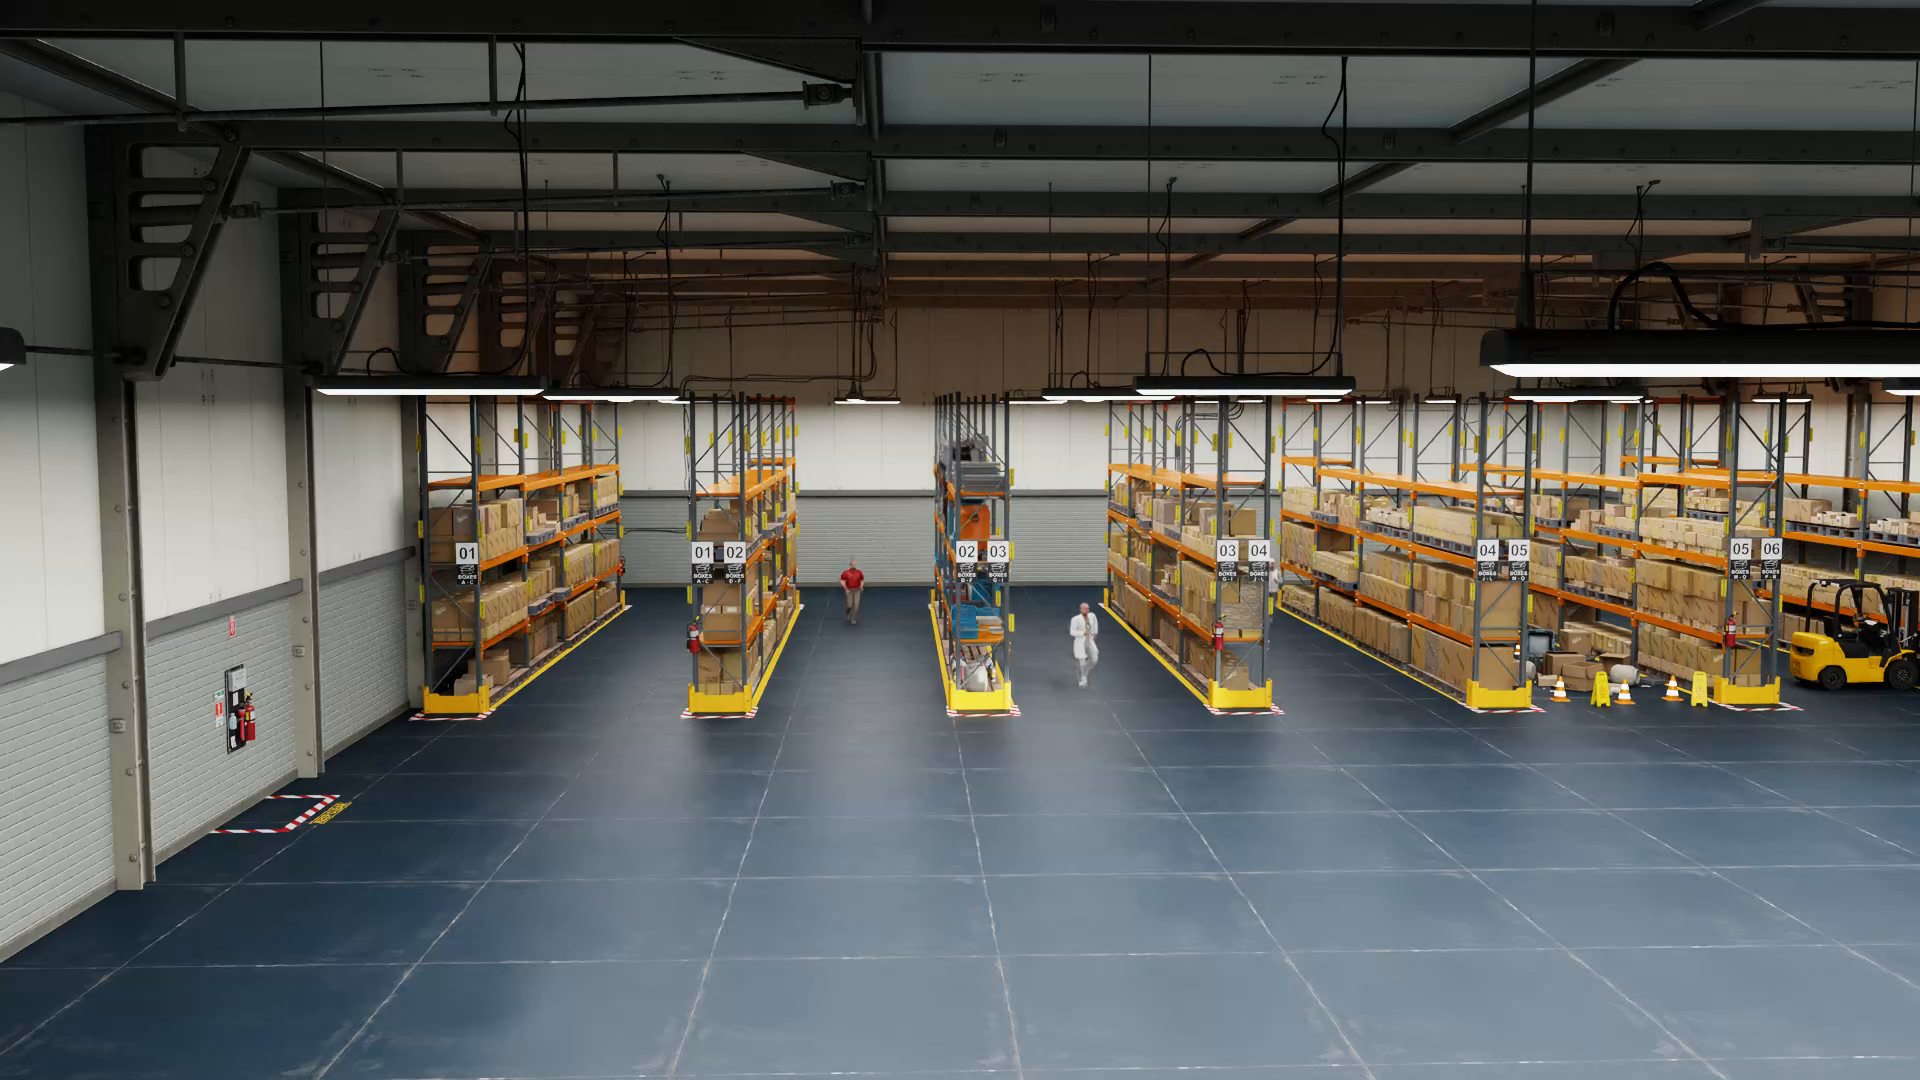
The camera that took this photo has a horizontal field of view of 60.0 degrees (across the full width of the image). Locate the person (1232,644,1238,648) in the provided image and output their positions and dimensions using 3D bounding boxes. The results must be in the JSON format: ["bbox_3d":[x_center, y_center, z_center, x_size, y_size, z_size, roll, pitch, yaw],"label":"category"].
[{"bbox_3d":[6.642,1.647,39.878,0.653,1.842,0.830,0,5,-1],"label":"person"}]

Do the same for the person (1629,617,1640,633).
[{"bbox_3d":[16.631,1.569,40.976,0.677,1.793,0.683,0,5,-6],"label":"person"}]

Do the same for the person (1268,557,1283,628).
[{"bbox_3d":[8.073,1.346,43.265,0.644,1.784,0.904,0,5,0],"label":"person"}]

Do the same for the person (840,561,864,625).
[{"bbox_3d":[-2.804,1.385,43.664,0.641,1.679,0.545,-1,5,-16],"label":"person"}]

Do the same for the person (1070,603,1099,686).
[{"bbox_3d":[2.565,2.137,33.829,0.759,1.727,0.794,-2,5,-24],"label":"person"}]
